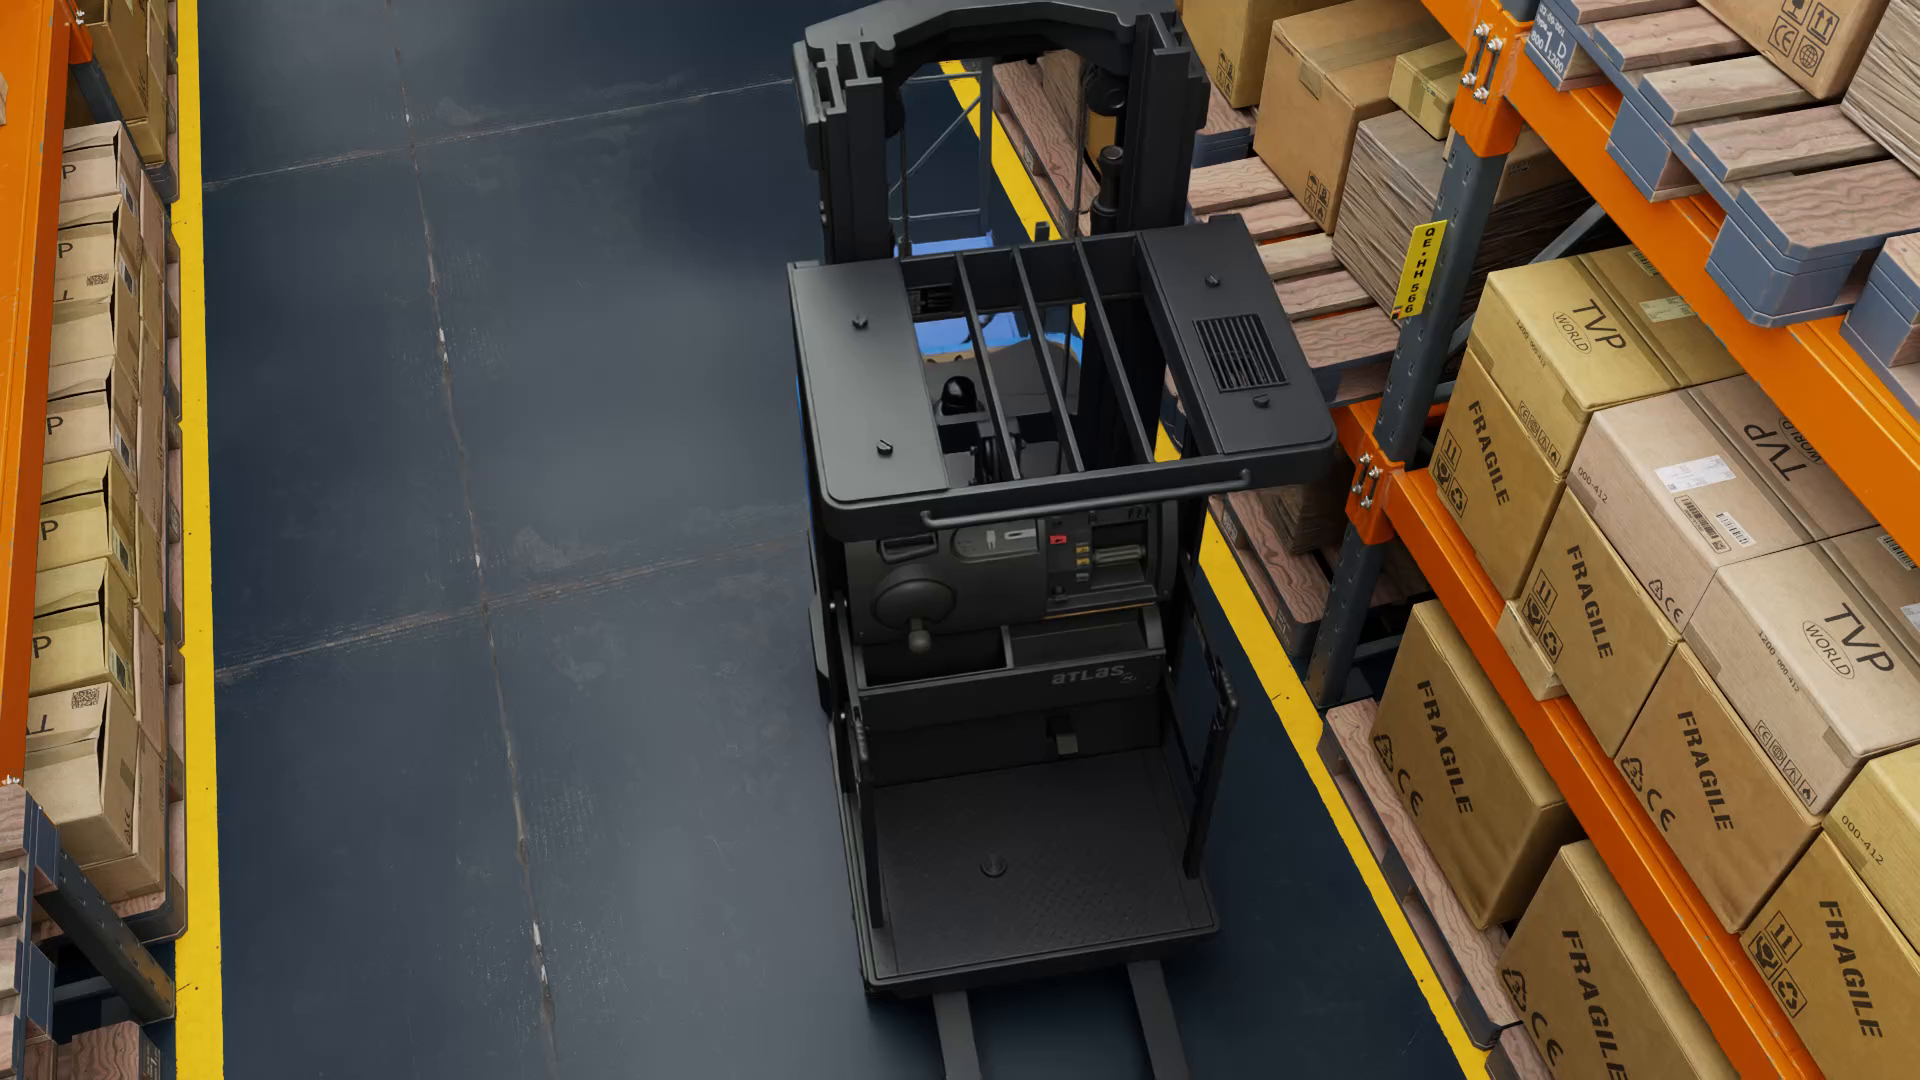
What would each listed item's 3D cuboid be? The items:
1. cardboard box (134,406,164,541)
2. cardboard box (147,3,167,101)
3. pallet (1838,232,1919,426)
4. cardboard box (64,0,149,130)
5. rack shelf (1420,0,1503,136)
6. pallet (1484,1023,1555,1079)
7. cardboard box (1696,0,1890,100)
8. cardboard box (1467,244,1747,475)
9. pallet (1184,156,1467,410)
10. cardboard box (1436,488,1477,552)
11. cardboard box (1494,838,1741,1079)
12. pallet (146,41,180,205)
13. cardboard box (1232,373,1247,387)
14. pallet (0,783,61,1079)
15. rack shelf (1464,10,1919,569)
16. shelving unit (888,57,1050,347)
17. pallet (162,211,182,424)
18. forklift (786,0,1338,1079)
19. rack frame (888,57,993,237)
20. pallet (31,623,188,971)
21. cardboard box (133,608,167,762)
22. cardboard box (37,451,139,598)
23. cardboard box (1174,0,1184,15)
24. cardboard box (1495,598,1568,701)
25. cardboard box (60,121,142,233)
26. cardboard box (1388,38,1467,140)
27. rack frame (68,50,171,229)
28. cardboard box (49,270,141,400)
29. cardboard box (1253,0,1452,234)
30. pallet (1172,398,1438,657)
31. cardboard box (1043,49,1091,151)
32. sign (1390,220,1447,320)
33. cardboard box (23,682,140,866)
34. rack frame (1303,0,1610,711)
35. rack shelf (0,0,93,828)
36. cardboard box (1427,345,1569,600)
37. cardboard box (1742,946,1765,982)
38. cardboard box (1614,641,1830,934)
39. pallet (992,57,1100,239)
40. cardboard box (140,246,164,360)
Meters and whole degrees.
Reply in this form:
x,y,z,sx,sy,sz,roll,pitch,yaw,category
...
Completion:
x,y,z,sx,sy,sz,roll,pitch,yaw,category
-3.312,-0.202,6.272,0.500,0.250,0.500,-12,51,-10,cardboard box
-4.151,-2.328,8.064,0.500,0.250,0.500,-13,51,-11,cardboard box
2.328,-0.138,2.856,1.003,0.211,1.213,-11,51,-9,pallet
-3.999,-2.206,7.471,0.500,0.500,0.500,-13,51,-11,cardboard box
1.162,-2.702,5.365,1.077,0.370,4.000,-13,51,-11,rack shelf
2.272,1.874,4.821,1.003,0.211,1.213,-13,51,-11,pallet
1.949,-1.313,3.370,0.700,0.500,0.500,-17,52,-14,cardboard box
1.650,-0.472,4.212,0.500,0.250,0.500,-12,51,-10,cardboard box
1.441,-0.941,5.497,1.213,0.211,1.003,-13,51,-11,pallet
1.630,-0.139,4.847,0.380,0.149,0.250,-14,51,-12,cardboard box
2.099,1.259,4.648,0.750,0.750,0.750,-14,51,-11,cardboard box
-4.356,-1.997,8.085,1.003,0.211,1.213,-13,51,-11,pallet
1.449,-0.759,6.565,0.700,0.500,0.500,-13,51,-11,cardboard box
-2.710,1.157,3.728,1.213,0.211,1.003,-13,51,-11,pallet
2.345,0.219,2.902,1.077,0.370,4.000,-13,51,-11,rack shelf
-0.040,-0.905,6.322,0.538,1.500,1.048,-8,50,-6,shelving unit
-3.905,-0.877,7.141,1.003,0.211,1.213,-13,51,-11,pallet
0.185,0.186,4.465,1.130,2.935,3.031,-8,50,-6,forklift
-0.127,-1.288,6.645,0.500,1.500,0.032,-8,50,-6,rack frame
-3.184,0.905,5.639,1.003,0.211,1.213,-13,51,-11,pallet
-3.001,0.551,5.637,0.500,0.250,0.500,-15,51,-12,cardboard box
-3.164,-0.018,5.750,0.500,0.311,0.500,-15,51,-12,cardboard box
1.071,-2.339,6.197,0.700,0.500,0.500,-7,50,-6,cardboard box
1.694,0.260,4.510,0.380,0.149,0.250,-12,51,-10,cardboard box
-3.767,-1.504,7.003,0.500,0.311,0.500,-13,51,-11,cardboard box
1.514,-1.367,4.953,0.380,0.149,0.250,-21,53,-17,cardboard box
-4.160,-2.305,6.521,1.000,3.000,0.127,-13,51,-11,rack frame
-3.462,-0.761,6.376,0.500,0.311,0.500,-13,51,-11,cardboard box
1.414,-1.424,5.425,0.700,0.500,0.500,-18,52,-14,cardboard box
1.524,-0.179,6.553,1.003,0.211,1.213,-13,51,-11,pallet
0.804,-2.231,7.805,0.700,0.500,0.500,-12,51,-10,cardboard box
1.238,-0.725,4.483,0.100,0.325,0.005,-13,51,-11,sign
-2.852,0.737,5.113,0.500,0.311,0.500,-12,51,-10,cardboard box
1.753,-0.507,5.005,1.000,3.000,0.127,-13,51,-11,rack frame
-3.569,-0.613,5.565,1.077,0.370,4.000,-13,51,-11,rack shelf
1.653,-0.229,4.498,0.500,0.500,0.500,-12,51,-10,cardboard box
2.094,0.978,3.904,0.380,0.149,0.250,-13,51,-11,cardboard box
1.944,0.519,3.868,0.500,0.500,0.500,-14,51,-11,cardboard box
0.802,-1.961,8.055,1.003,0.211,1.213,-13,51,-11,pallet
-3.613,-0.947,6.900,0.500,0.250,0.500,-14,51,-12,cardboard box
